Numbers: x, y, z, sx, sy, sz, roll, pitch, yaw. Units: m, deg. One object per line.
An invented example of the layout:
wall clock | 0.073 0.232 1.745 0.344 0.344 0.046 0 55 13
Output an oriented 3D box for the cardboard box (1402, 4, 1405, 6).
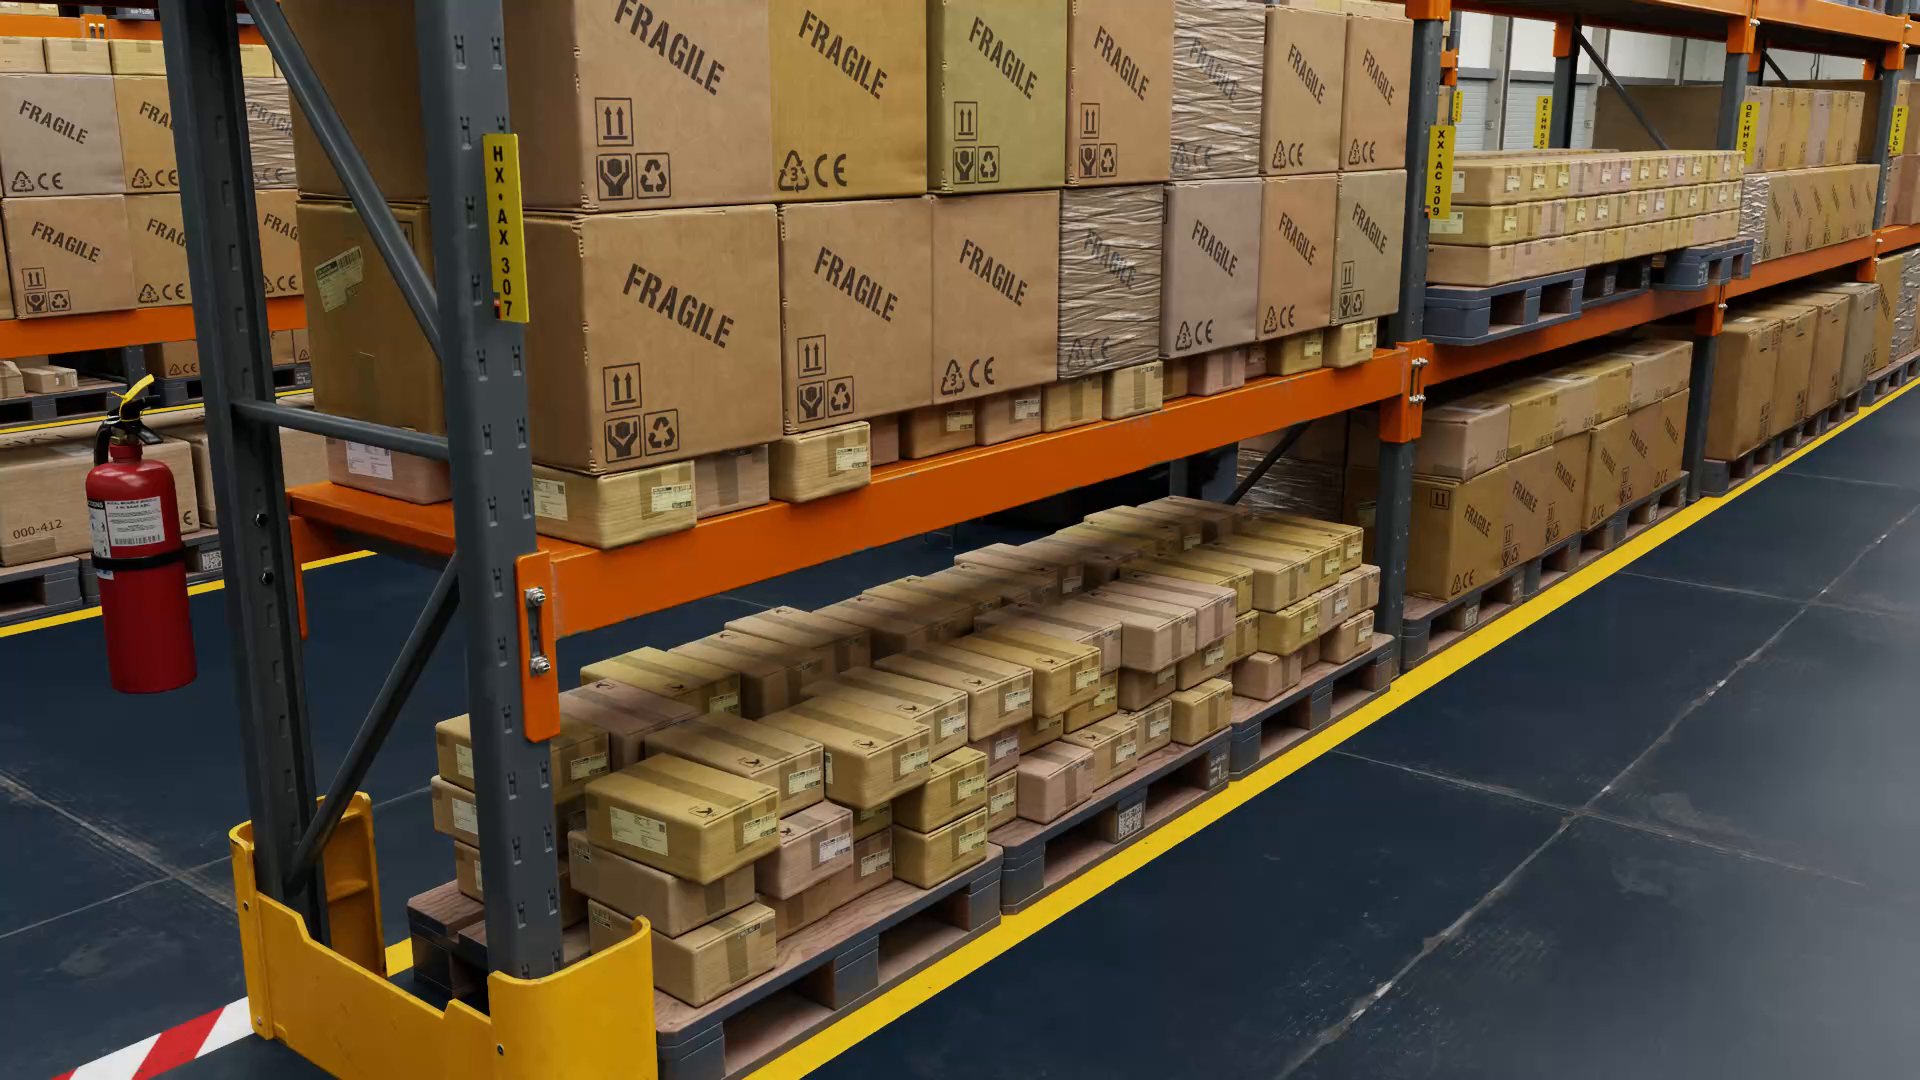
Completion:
cardboard box | 4.397 -5.497 16.966 0.380 0.149 0.250 11 18 38

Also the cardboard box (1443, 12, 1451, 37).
cardboard box | 4.805 -5.410 17.434 0.500 0.250 0.500 11 18 37

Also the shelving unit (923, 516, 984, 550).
shelving unit | -0.034 -0.499 8.453 0.215 1.050 0.252 11 18 38

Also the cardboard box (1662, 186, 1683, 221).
cardboard box | 3.201 -1.609 7.918 0.380 0.149 0.250 11 18 37

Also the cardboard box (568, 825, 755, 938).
cardboard box | -0.696 0.760 3.872 0.380 0.149 0.250 12 19 40

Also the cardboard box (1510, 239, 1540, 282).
cardboard box | 2.064 -1.120 6.595 0.380 0.149 0.250 12 18 38

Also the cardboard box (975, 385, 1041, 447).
cardboard box | -0.005 -0.363 4.471 0.380 0.149 0.250 11 18 36

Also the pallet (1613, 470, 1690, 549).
pallet | 3.311 -0.245 9.157 1.003 0.211 1.213 11 18 38

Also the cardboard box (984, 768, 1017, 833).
cardboard box | -0.063 0.707 4.685 0.380 0.149 0.250 11 18 38

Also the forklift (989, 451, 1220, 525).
forklift | 0.926 -1.805 9.775 1.130 2.935 3.031 8 16 30

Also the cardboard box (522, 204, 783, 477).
cardboard box | -0.728 -0.449 3.492 0.500 0.500 0.500 12 19 40

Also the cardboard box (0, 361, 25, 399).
cardboard box | -6.834 -1.151 11.763 0.396 0.266 0.258 12 19 40

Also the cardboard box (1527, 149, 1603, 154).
cardboard box | 3.195 -2.005 8.873 0.380 0.149 0.250 11 18 36

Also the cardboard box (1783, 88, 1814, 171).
cardboard box | 5.051 -2.657 10.754 0.700 0.500 0.500 11 18 37

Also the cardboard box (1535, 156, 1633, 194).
cardboard box | 2.706 -1.602 7.284 0.380 0.149 0.250 12 19 40

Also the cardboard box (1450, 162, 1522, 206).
cardboard box | 1.894 -1.354 6.309 0.380 0.149 0.250 12 19 40

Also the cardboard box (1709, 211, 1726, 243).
cardboard box | 3.693 -1.614 8.543 0.380 0.149 0.250 11 18 37

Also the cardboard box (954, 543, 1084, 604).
cardboard box | 0.202 0.134 5.734 0.380 0.149 0.250 12 18 39

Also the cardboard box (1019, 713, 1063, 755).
cardboard box | 0.082 0.500 4.898 0.380 0.149 0.250 12 19 40

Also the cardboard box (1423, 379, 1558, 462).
cardboard box | 2.291 -0.538 7.349 0.500 0.250 0.500 12 18 39

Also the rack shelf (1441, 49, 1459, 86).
rack shelf | 3.660 -4.746 16.583 1.077 0.370 4.000 11 18 38

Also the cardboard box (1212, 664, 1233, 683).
cardboard box | 0.703 0.456 5.674 0.380 0.149 0.250 11 18 36

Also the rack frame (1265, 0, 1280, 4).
rack frame | 2.403 -6.166 14.618 1.000 3.000 0.127 11 18 38

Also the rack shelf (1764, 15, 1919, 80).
rack shelf | 7.574 -4.000 13.644 1.077 0.370 4.000 11 18 38

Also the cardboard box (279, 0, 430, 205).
cardboard box | -1.131 -1.017 3.695 0.500 0.500 0.500 11 18 36

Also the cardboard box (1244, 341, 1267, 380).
cardboard box | 0.784 -0.620 5.481 0.380 0.149 0.250 11 18 36

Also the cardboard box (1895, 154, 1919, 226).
cardboard box | 7.298 -2.851 13.448 0.875 0.550 0.550 11 18 38

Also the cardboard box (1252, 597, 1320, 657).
cardboard box | 1.023 0.272 5.794 0.380 0.149 0.250 10 18 36

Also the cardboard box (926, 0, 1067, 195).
cardboard box | -0.080 -1.129 4.138 0.500 0.500 0.500 11 18 36

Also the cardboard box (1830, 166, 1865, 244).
cardboard box | 5.879 -2.322 11.468 0.500 0.500 0.500 11 18 37

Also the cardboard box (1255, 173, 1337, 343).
cardboard box | 0.877 -0.936 5.410 0.500 0.500 0.500 11 18 36

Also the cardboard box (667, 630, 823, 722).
cardboard box | -0.611 0.388 4.734 0.380 0.149 0.250 10 18 35

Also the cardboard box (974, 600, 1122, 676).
cardboard box | 0.264 0.311 5.037 0.380 0.149 0.250 11 18 38

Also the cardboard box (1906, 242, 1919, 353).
cardboard box | 7.905 -2.142 14.426 0.875 0.875 0.875 11 18 37

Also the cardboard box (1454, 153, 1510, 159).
cardboard box | 2.377 -1.758 7.900 0.380 0.149 0.250 11 18 37

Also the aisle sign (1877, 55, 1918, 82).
aisle sign | 8.642 -4.598 15.349 0.394 0.787 0.004 11 18 38

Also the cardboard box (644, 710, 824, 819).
cardboard box | -0.552 0.557 4.066 0.380 0.149 0.250 12 18 39

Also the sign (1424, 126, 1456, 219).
sign | 1.716 -1.317 5.955 0.100 0.325 0.005 11 18 38

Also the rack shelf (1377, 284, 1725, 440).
rack shelf | 2.546 -1.014 7.983 1.077 0.370 4.000 11 18 38

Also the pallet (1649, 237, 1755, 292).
pallet | 3.438 -1.500 8.823 1.213 0.211 1.003 11 18 38

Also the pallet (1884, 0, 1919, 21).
pallet | 6.839 -4.077 12.669 1.003 0.211 1.213 11 18 38

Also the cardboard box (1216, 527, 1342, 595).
cardboard box | 1.138 0.074 5.969 0.380 0.149 0.250 12 18 38

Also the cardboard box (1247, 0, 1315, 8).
cardboard box | 2.893 -4.825 15.134 0.500 0.250 0.500 11 18 36

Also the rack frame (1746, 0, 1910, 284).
rack frame | 6.317 -2.512 12.417 1.000 3.000 0.127 11 18 38

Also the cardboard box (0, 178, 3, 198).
cardboard box | -4.296 -1.641 6.757 0.500 0.500 0.500 11 18 36

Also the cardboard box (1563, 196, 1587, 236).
cardboard box | 2.380 -1.359 6.933 0.380 0.149 0.250 10 18 35

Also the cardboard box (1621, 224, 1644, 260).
cardboard box | 2.871 -1.364 7.558 0.380 0.149 0.250 10 17 35

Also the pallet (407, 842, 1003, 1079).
pallet | -0.639 0.973 4.362 1.003 0.211 1.213 11 18 38

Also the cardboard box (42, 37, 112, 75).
cardboard box | -3.874 -2.079 7.163 0.380 0.149 0.250 11 18 38

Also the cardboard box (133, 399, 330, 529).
cardboard box | -3.665 -0.413 8.506 0.875 0.438 0.875 11 18 36

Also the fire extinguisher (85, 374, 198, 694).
fire extinguisher | -1.743 -0.018 3.518 0.296 0.674 0.183 11 18 38

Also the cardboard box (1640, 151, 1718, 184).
cardboard box | 3.527 -1.853 8.274 0.380 0.149 0.250 12 19 39

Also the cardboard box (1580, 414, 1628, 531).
cardboard box | 2.944 -0.368 8.205 0.500 0.500 0.500 10 18 35

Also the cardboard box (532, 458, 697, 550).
cardboard box | -0.767 -0.103 3.446 0.380 0.149 0.250 11 18 37

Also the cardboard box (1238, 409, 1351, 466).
cardboard box | 1.560 -0.517 7.266 0.500 0.250 0.500 11 18 36

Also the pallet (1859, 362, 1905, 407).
pallet | 6.856 -1.294 13.286 1.003 0.211 1.213 11 18 38

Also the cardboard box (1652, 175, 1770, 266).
cardboard box | 4.295 -1.838 9.563 0.500 0.500 0.500 12 18 38
